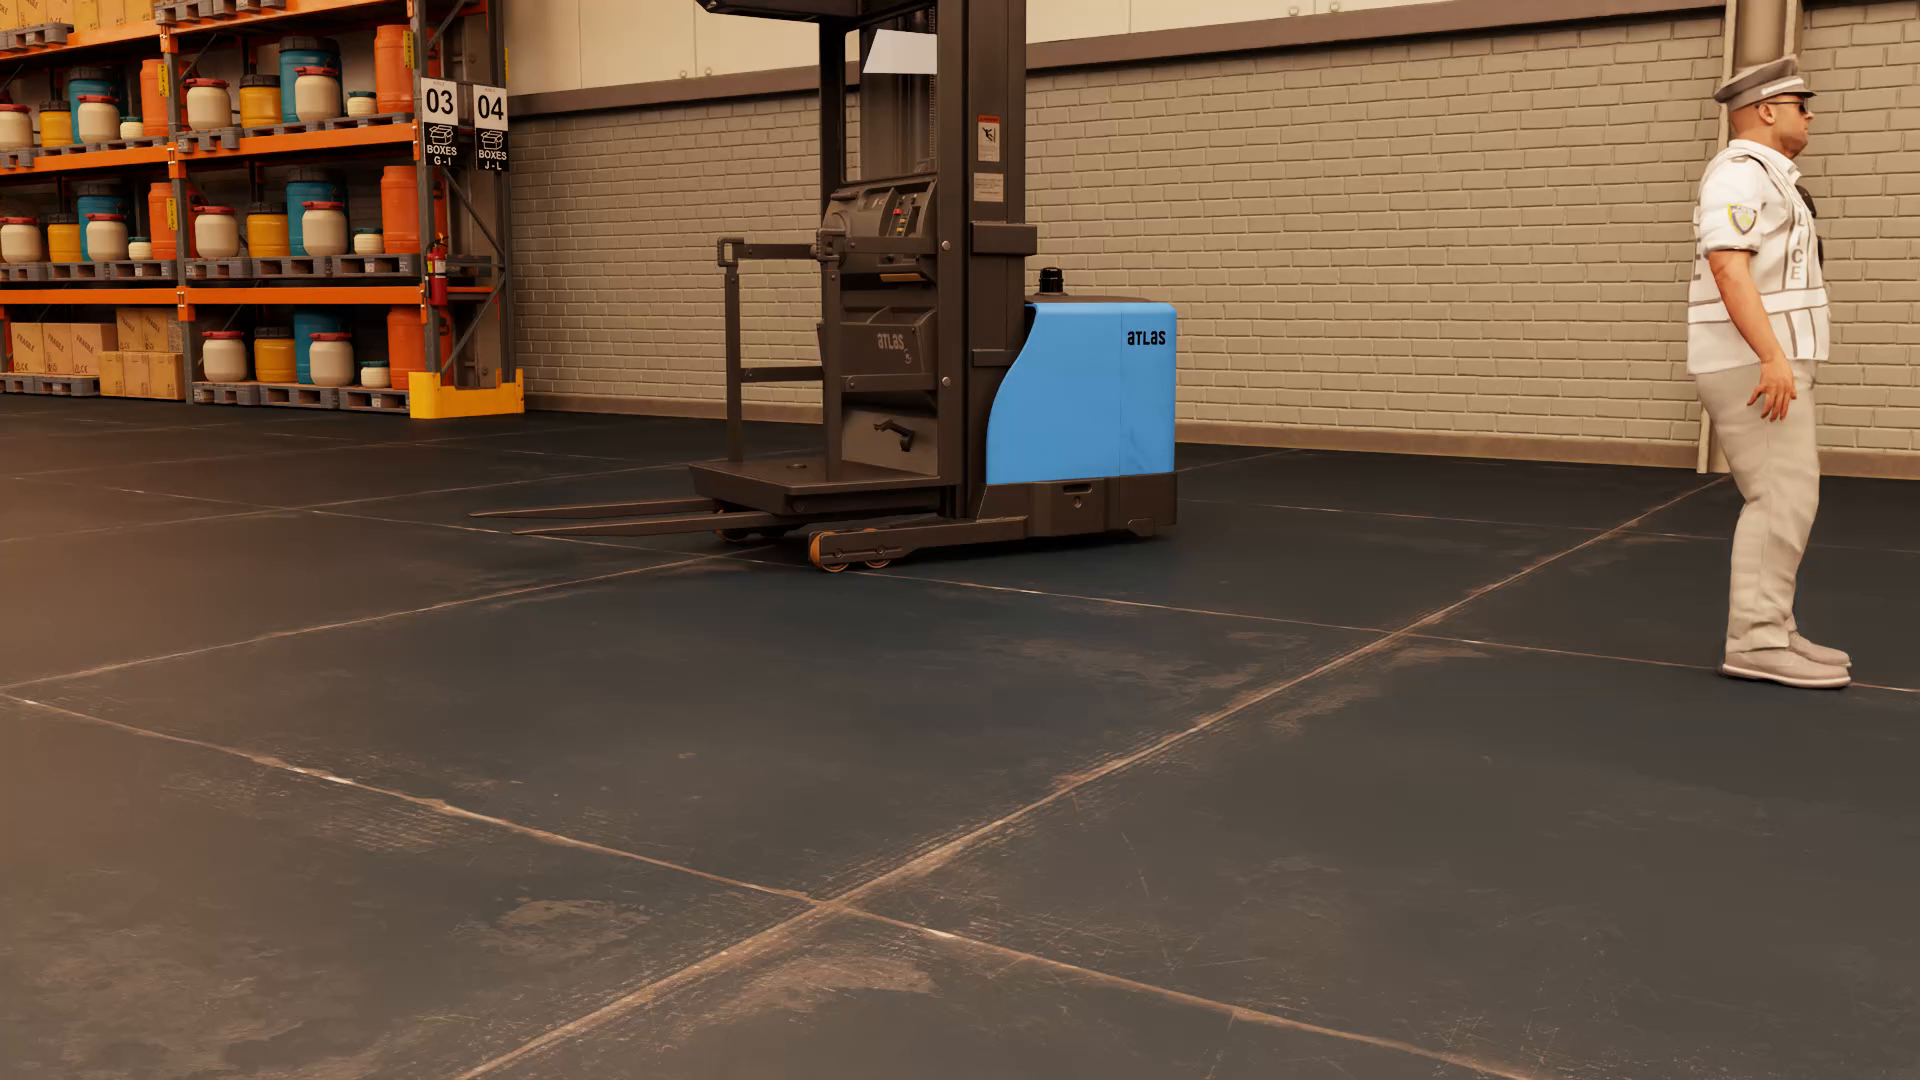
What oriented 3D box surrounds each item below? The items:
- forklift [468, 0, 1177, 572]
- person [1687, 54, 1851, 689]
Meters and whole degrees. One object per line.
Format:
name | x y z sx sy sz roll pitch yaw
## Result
forklift | -0.535 -1.406 7.079 3.031 2.935 1.130 -5 9 -31
person | 2.375 -0.495 4.827 0.493 1.796 0.624 4 9 28
